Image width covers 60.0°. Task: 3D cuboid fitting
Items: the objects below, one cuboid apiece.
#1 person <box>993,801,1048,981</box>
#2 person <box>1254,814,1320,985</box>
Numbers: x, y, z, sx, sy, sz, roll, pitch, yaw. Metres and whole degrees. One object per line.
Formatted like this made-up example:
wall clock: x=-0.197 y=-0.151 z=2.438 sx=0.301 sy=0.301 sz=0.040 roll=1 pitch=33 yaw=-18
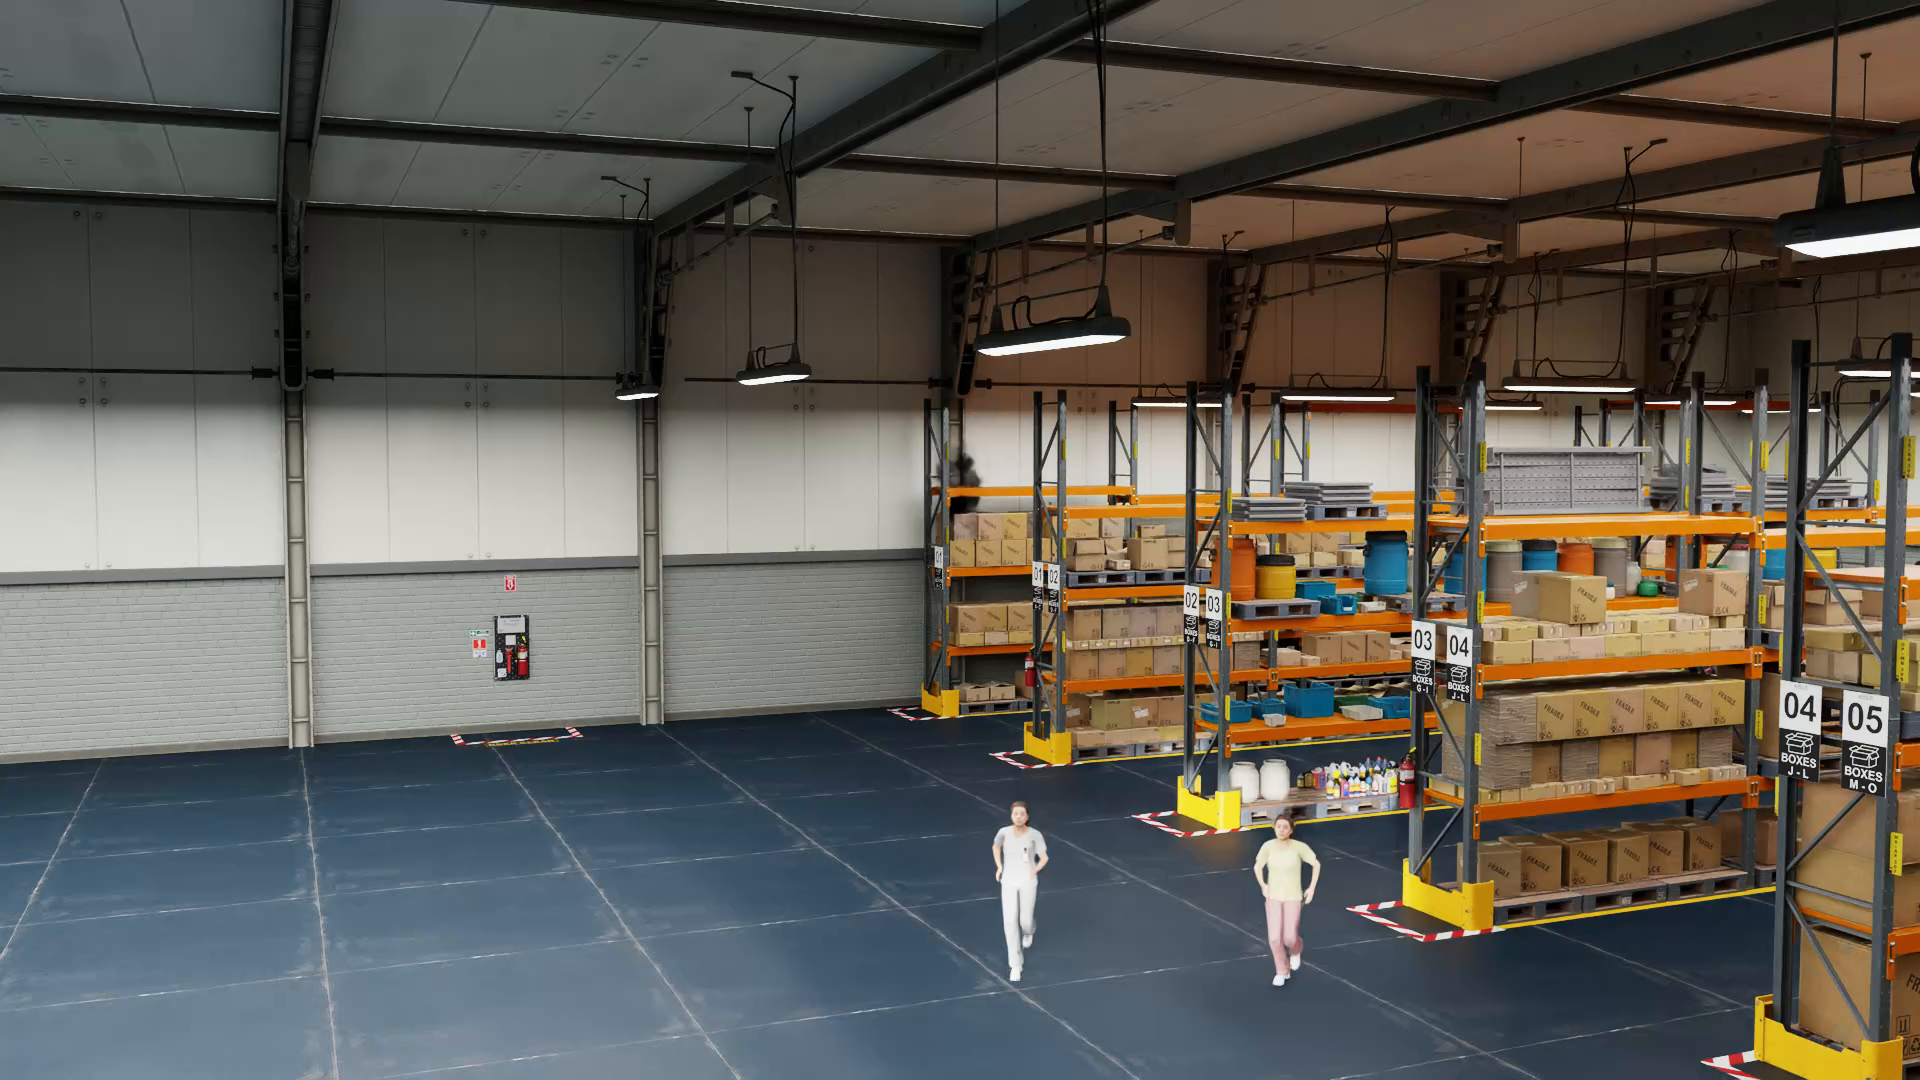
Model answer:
person: x=0.585 y=3.383 z=16.313 sx=0.567 sy=1.669 sz=0.879 roll=1 pitch=3 yaw=9
person: x=3.110 y=3.418 z=15.882 sx=0.610 sy=1.630 sz=0.569 roll=1 pitch=4 yaw=21
